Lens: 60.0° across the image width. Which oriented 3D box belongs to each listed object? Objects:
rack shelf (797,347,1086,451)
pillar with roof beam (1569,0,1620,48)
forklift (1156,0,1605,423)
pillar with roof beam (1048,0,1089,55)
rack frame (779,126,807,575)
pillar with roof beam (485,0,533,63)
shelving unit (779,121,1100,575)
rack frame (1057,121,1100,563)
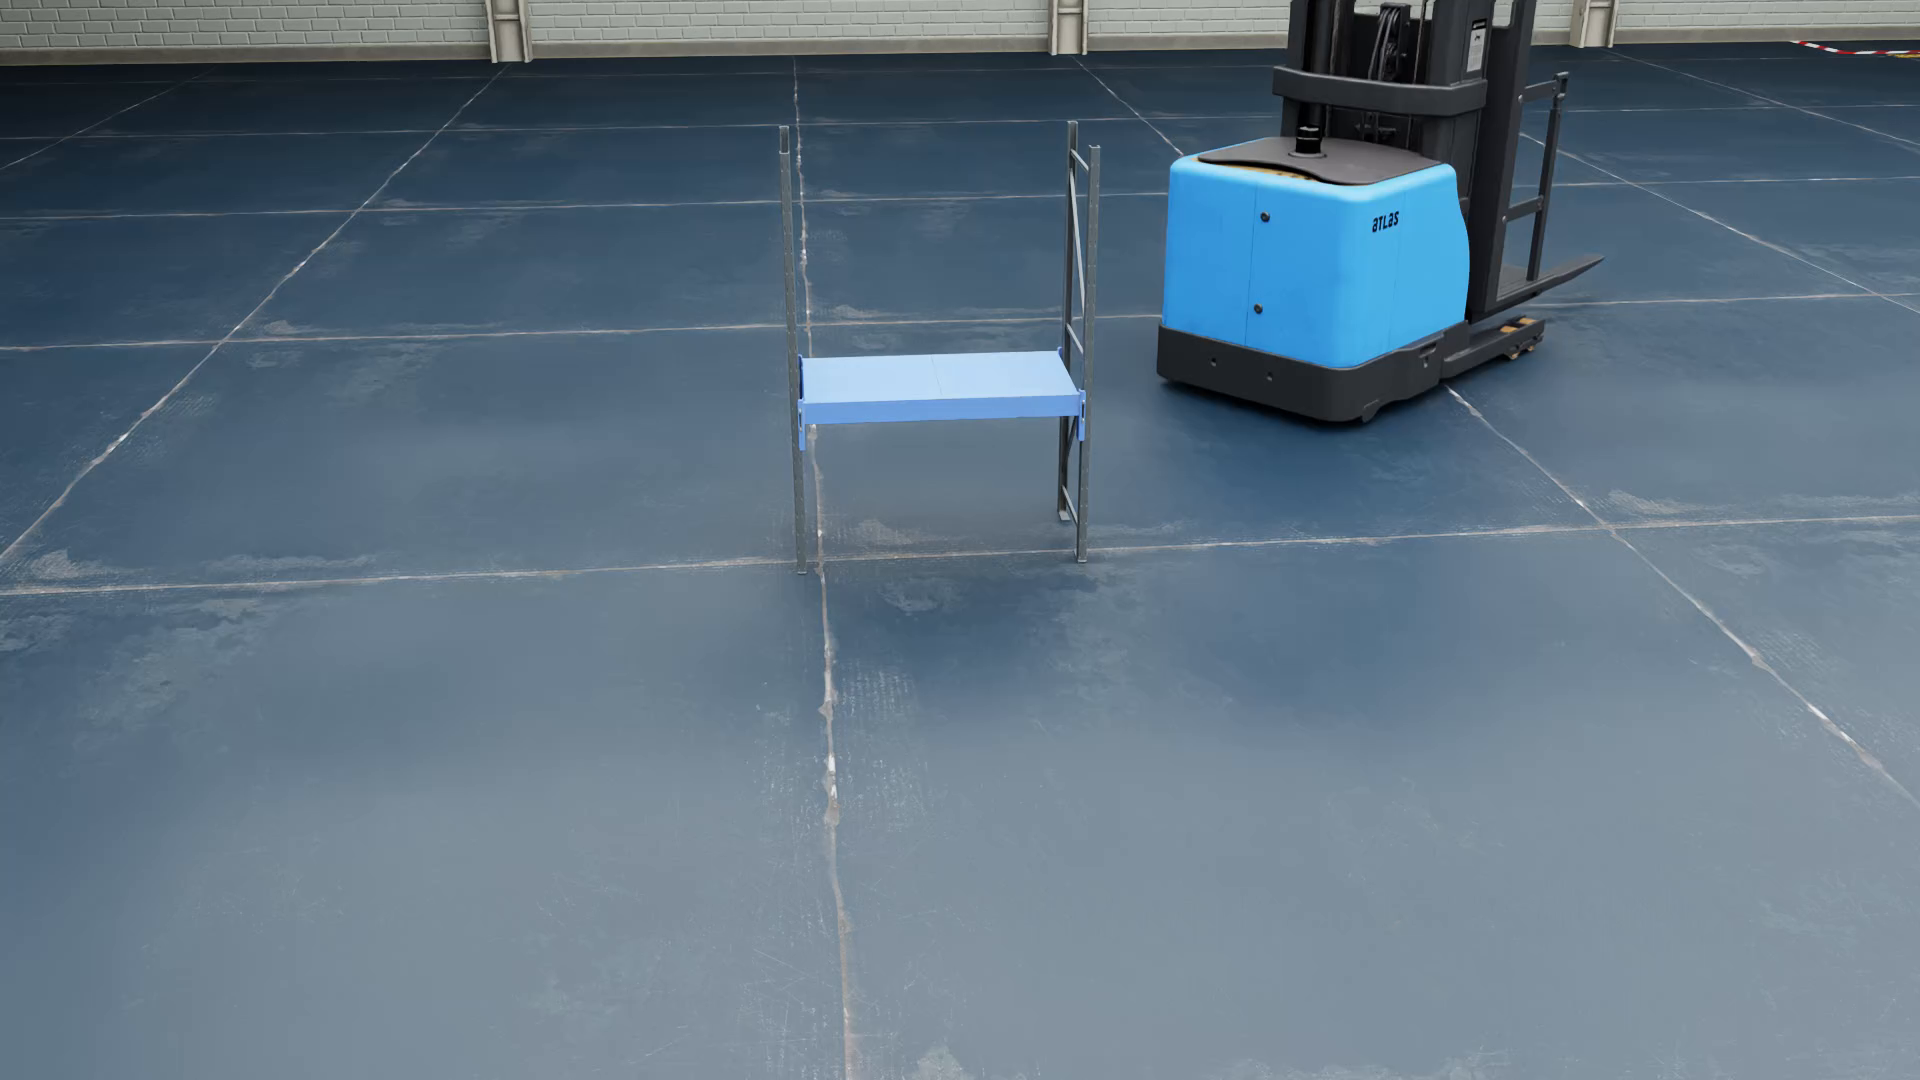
[{"bbox_3d":[-0.085,-0.518,6.011,1.000,0.185,0.538,-2,24,-5],"label":"rack shelf"},{"bbox_3d":[7.576,-7.986,13.137,0.400,9.000,9.100,-2,24,-5],"label":"pillar with roof beam"},{"bbox_3d":[2.305,-2.362,7.955,1.130,2.935,3.031,21,31,39],"label":"forklift"},{"bbox_3d":[1.606,-7.746,12.598,0.400,9.000,9.100,-2,24,-5],"label":"pillar with roof beam"},{"bbox_3d":[-0.591,-0.662,5.892,0.032,1.500,0.500,-2,24,-5],"label":"rack frame"},{"bbox_3d":[-4.365,-7.507,12.060,0.400,9.000,9.100,-2,24,-5],"label":"pillar with roof beam"},{"bbox_3d":[-0.085,-0.682,5.938,1.048,1.500,0.538,-2,24,-5],"label":"shelving unit"},{"bbox_3d":[0.421,-0.702,5.983,0.032,1.500,0.500,-2,24,-5],"label":"rack frame"}]
